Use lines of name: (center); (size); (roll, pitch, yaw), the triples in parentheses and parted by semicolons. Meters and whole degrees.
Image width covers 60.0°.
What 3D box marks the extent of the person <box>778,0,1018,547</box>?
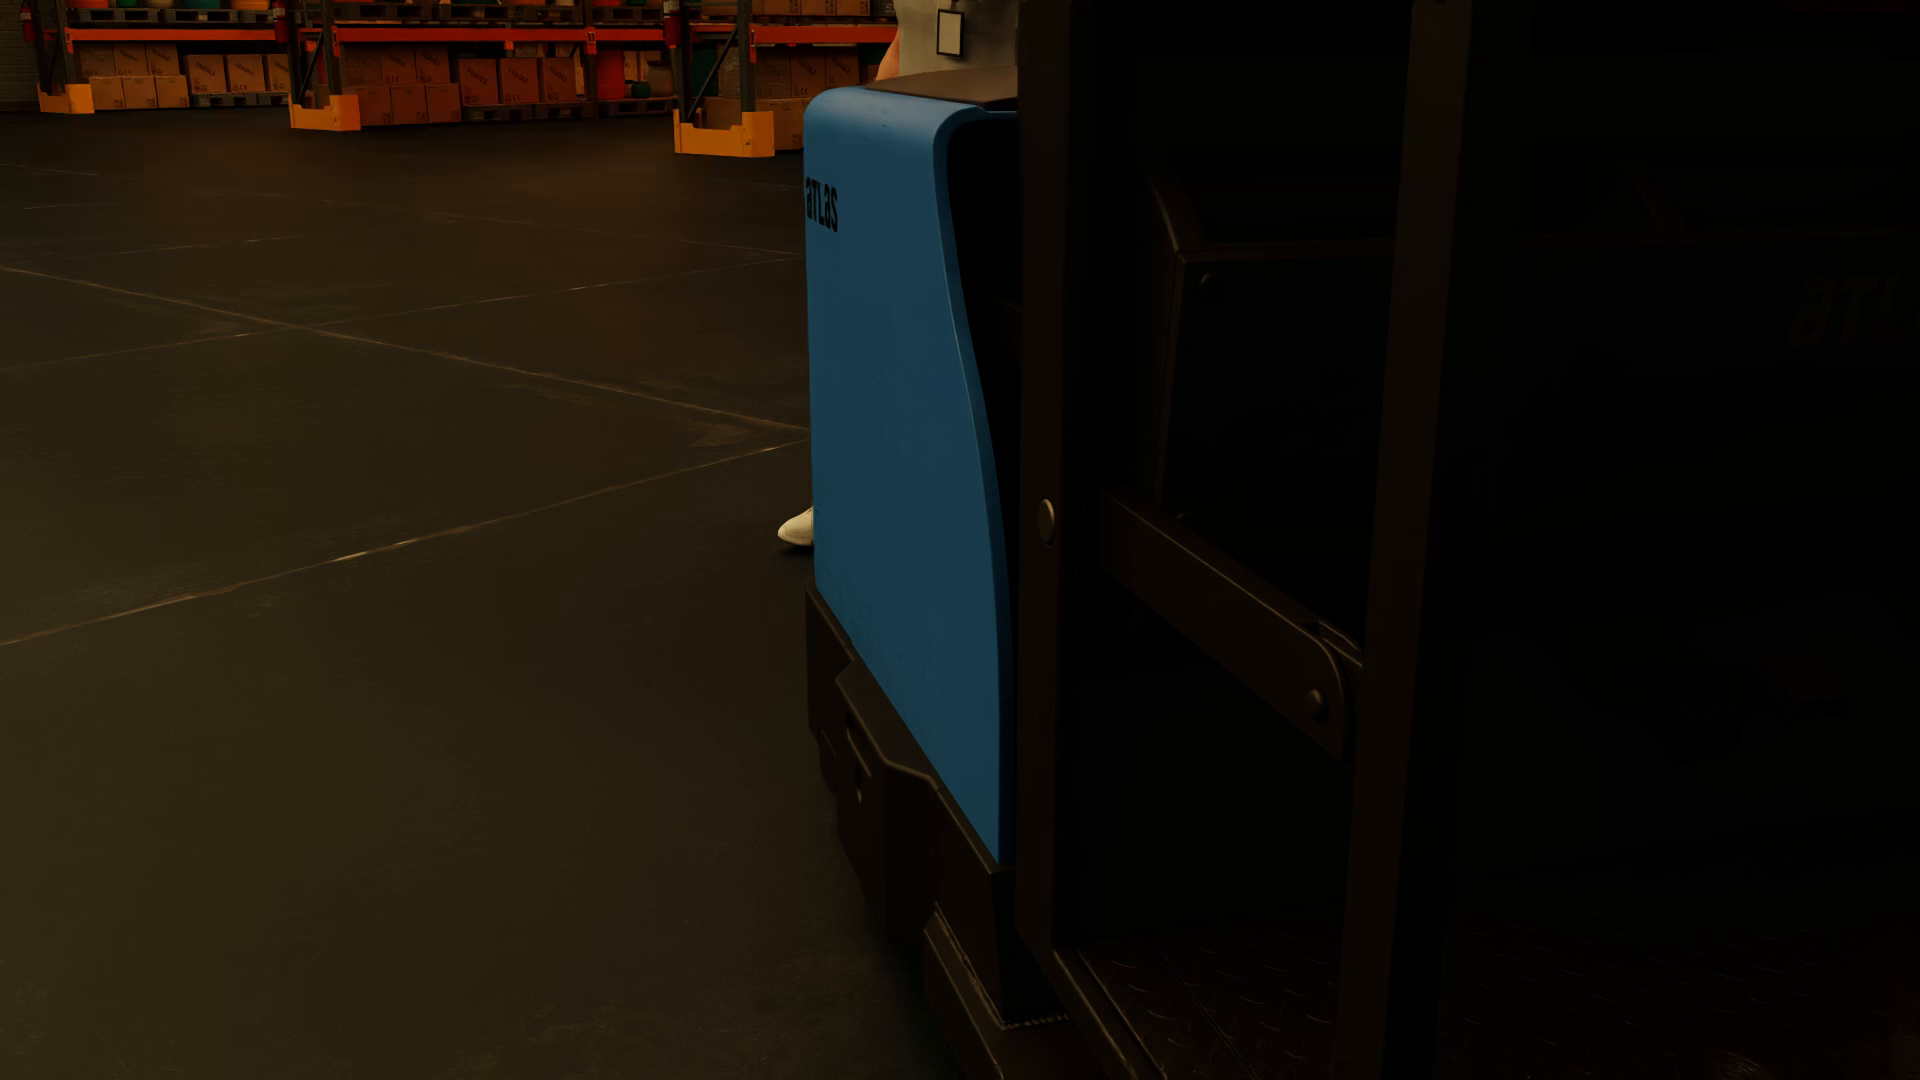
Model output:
person: (-0.057, -0.795, 3.650); (0.550, 1.673, 0.548); (13, 21, 37)

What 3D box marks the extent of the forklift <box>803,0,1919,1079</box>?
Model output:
forklift: (0.658, -0.678, 1.132); (1.130, 2.935, 3.031); (-5, 18, -16)
